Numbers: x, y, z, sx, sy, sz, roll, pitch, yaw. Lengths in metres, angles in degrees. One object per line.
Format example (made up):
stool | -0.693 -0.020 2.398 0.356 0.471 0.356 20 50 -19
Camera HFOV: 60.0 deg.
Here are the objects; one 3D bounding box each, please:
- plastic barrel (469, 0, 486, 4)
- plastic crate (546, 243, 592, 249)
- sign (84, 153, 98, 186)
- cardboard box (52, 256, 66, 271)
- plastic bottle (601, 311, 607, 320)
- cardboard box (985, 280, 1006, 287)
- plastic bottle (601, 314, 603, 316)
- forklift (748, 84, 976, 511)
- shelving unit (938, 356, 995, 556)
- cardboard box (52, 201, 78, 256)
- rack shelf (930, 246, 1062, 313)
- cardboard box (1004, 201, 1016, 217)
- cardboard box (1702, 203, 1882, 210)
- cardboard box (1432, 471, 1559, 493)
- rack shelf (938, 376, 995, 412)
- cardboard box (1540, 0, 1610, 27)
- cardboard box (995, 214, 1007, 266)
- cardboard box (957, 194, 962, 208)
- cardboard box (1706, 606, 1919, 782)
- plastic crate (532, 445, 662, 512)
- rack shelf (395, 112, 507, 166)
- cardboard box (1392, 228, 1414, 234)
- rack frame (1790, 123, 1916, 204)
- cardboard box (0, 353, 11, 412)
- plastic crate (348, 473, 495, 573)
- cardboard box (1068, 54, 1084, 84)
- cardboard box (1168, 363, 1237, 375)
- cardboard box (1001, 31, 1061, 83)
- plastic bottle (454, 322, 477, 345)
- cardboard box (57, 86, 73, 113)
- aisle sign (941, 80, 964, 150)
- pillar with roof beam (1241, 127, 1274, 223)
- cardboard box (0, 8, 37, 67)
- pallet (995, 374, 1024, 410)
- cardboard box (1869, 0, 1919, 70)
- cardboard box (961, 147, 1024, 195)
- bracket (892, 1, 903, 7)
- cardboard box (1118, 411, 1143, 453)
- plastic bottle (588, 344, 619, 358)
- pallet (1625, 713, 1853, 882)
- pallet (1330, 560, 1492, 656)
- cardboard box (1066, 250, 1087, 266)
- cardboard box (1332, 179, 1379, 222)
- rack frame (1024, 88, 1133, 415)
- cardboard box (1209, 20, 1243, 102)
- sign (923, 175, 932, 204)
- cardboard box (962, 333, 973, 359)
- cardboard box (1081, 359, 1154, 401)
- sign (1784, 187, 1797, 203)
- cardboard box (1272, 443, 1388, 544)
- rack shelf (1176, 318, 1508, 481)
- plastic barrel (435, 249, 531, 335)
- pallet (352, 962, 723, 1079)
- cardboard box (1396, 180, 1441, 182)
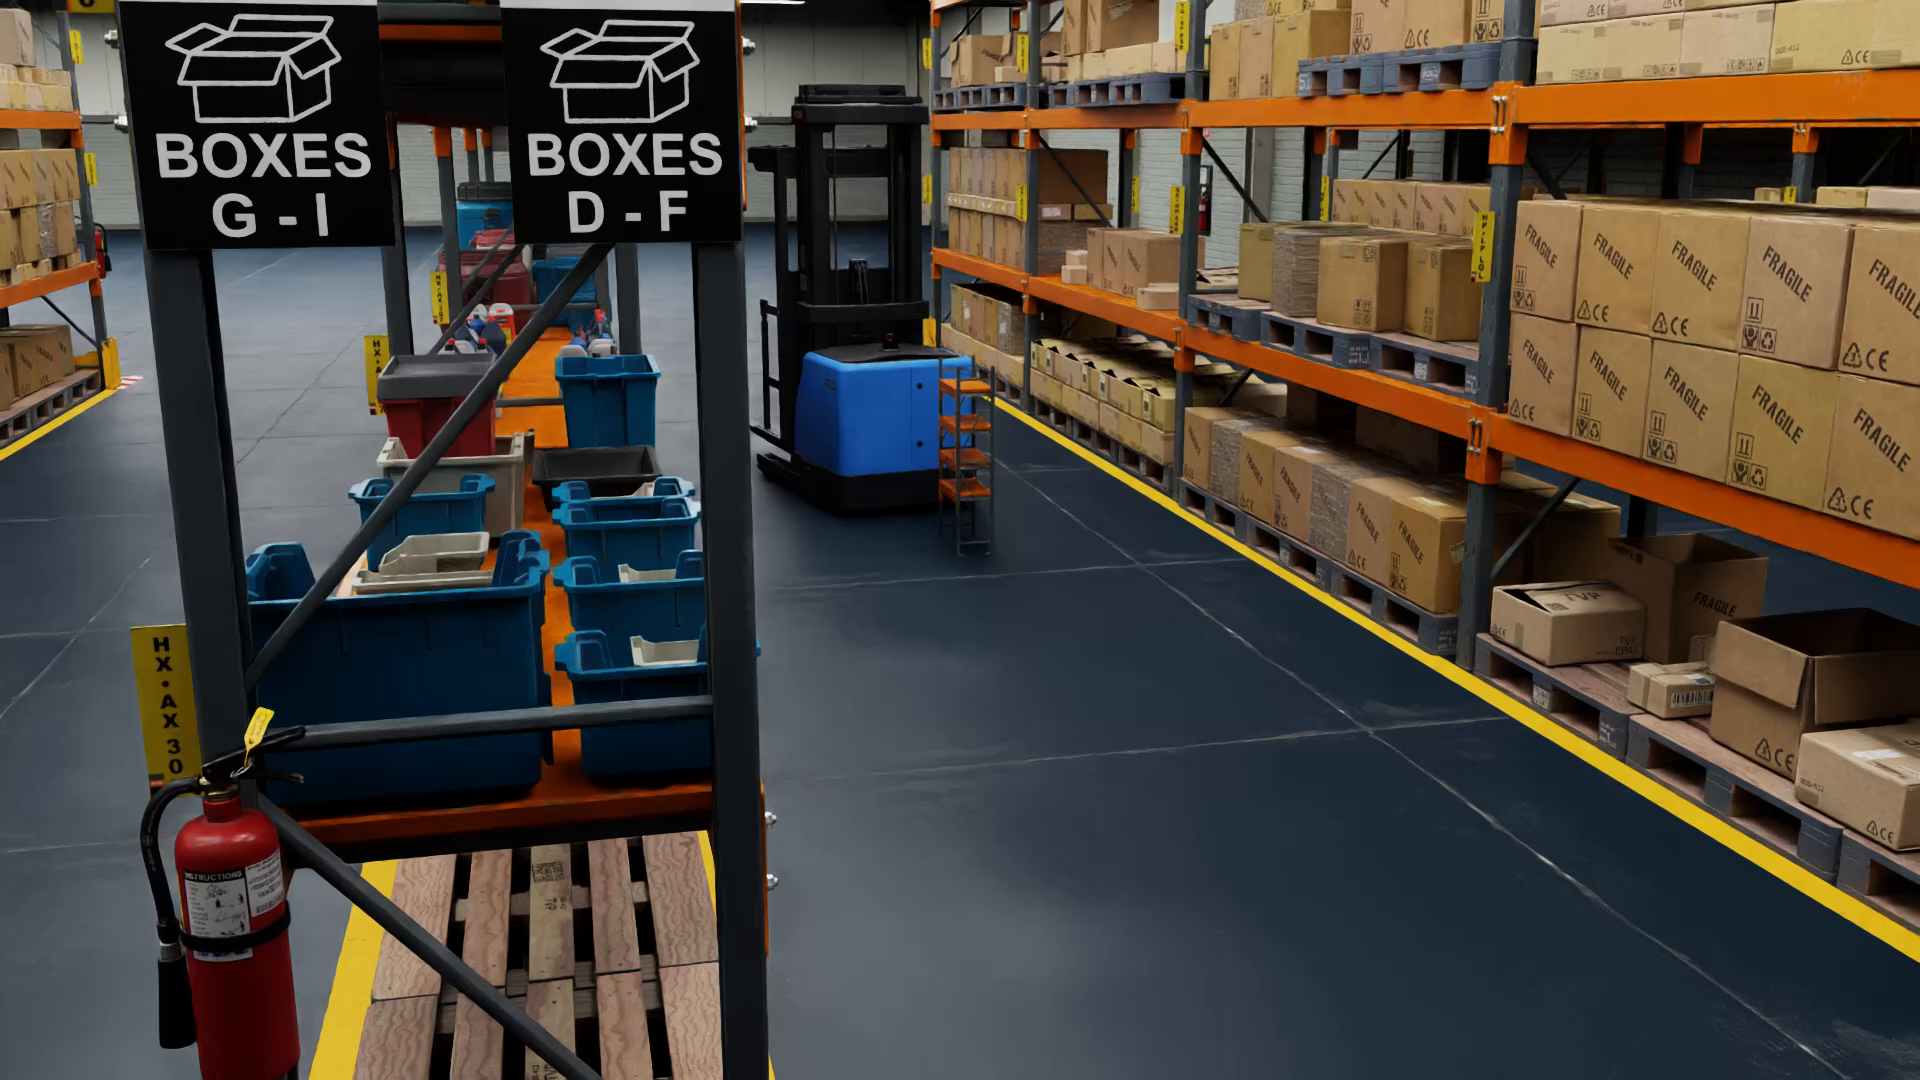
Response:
plastic barrel | -2.240 -2.519 7.317 0.600 0.588 0.600 0 14 0
plastic crate | -3.296 -2.349 14.089 0.402 0.464 0.583 -3 14 -13
sign | -8.917 -3.802 17.063 0.100 0.325 0.005 -3 14 -13
cardboard box | -8.983 -2.712 16.238 0.380 0.149 0.250 -3 14 -13
plastic bottle | -2.149 -1.232 9.922 0.097 0.271 0.097 0 14 0
cardboard box | 0.584 -2.736 19.136 0.500 0.500 0.500 -3 14 -13
plastic bottle | -2.103 -1.187 9.739 0.097 0.271 0.097 0 14 0
forklift | -0.940 -1.930 12.652 1.130 2.935 3.031 -6 15 -23
shelving unit | 0.039 -0.545 10.628 0.258 1.200 0.503 -3 14 -13
cardboard box | -9.124 -3.016 16.113 0.875 0.500 0.500 -3 14 -13
rack shelf | 0.639 -2.800 17.584 1.077 0.370 4.000 -3 14 -13
cardboard box | 0.654 -3.281 16.458 0.380 0.149 0.250 -3 14 -13
cardboard box | 3.481 -1.157 7.024 0.500 0.500 0.500 -4 14 -14
cardboard box | 2.975 -0.090 9.314 0.500 0.500 0.500 -3 14 -12
rack shelf | 0.039 -0.926 10.535 0.258 0.148 0.480 -3 14 -13
cardboard box | 2.860 -2.344 7.143 0.500 0.250 0.500 -3 14 -13
cardboard box | 0.754 -3.076 16.987 0.700 0.500 0.500 -3 14 -12
cardboard box | 0.174 -3.754 18.394 0.380 0.149 0.250 -3 14 -13
cardboard box | 3.434 0.589 6.527 0.797 0.503 0.637 -3 14 -13
plastic crate | -1.304 -0.220 5.959 0.437 0.125 0.590 -3 14 -13
rack shelf | -2.298 -2.137 8.547 1.077 0.370 4.000 -3 14 -13
cardboard box | 5.156 -3.341 18.556 0.500 0.250 0.500 -3 14 -13
rack frame | 6.862 -2.042 12.967 1.000 3.000 0.127 -3 14 -13
cardboard box | -8.718 -1.353 14.526 0.500 0.500 0.500 1 14 5
plastic crate | -1.620 -0.052 5.046 0.416 0.233 0.300 -3 14 -13
cardboard box | 1.244 -4.134 14.638 0.500 0.250 0.500 -2 14 -7
cardboard box | 1.961 -1.282 13.581 0.500 0.311 0.500 -4 14 -15
cardboard box | 0.844 -4.855 16.759 0.797 0.503 0.637 -2 14 -7
plastic bottle | -2.621 -0.991 8.769 0.144 0.351 0.185 -3 14 -13
cardboard box | -9.101 -4.347 16.395 0.500 0.250 0.500 -3 14 -12
aisle sign | -0.144 -4.872 19.071 0.394 0.787 0.004 -3 14 -13
pillar with roof beam | 0.395 -7.833 24.029 9.100 9.000 0.400 -3 14 -13
cardboard box | -8.851 -4.609 15.262 0.500 0.500 0.500 -3 14 -13
pallet | 0.963 -1.520 16.702 1.003 0.211 1.213 -3 14 -13
cardboard box | 3.313 -1.639 5.310 0.500 0.250 0.500 -3 14 -13
cardboard box | 0.408 -4.048 18.232 0.700 0.500 0.500 -4 14 -15
bracket | -1.917 -15.845 49.237 0.076 0.066 3.189 -3 14 -13
cardboard box | 1.563 -0.860 13.037 0.500 0.250 0.500 -3 14 -14
plastic bottle | -1.784 -0.849 8.343 0.152 0.276 0.135 -3 14 -13
pallet | 3.438 0.953 6.584 1.003 0.211 1.213 -3 14 -13
pallet | 2.760 0.326 9.146 1.003 0.211 1.213 -3 14 -13
cardboard box | 1.267 -2.504 15.173 0.500 0.250 0.500 -2 14 -10
cardboard box | 4.803 -4.062 19.928 0.500 0.500 0.500 -3 14 -13
rack frame | 1.109 -2.688 15.610 1.000 3.000 0.127 -3 14 -13
cardboard box | 2.183 -3.172 11.061 0.910 0.500 0.500 -3 14 -13
sign | -0.372 -4.040 19.154 0.100 0.325 0.005 -3 14 -13
cardboard box | 0.317 -2.113 18.163 0.500 0.250 0.500 -3 14 -13
cardboard box | 1.326 -1.365 13.922 0.500 0.311 0.500 -3 14 -12
sign | 6.337 -2.534 12.706 0.100 0.325 0.005 -3 14 -13
cardboard box | 2.246 -0.287 10.123 0.500 0.500 0.500 -4 14 -15
rack shelf | 2.518 -0.955 10.030 1.077 0.370 4.000 -3 14 -13
plastic barrel | -3.171 -1.646 11.059 0.600 0.536 0.708 -3 14 -13
pallet | -1.045 1.517 4.271 1.003 0.211 1.213 -3 14 -13
cardboard box | 5.409 -3.976 19.573 0.500 0.500 0.500 -3 14 -12
